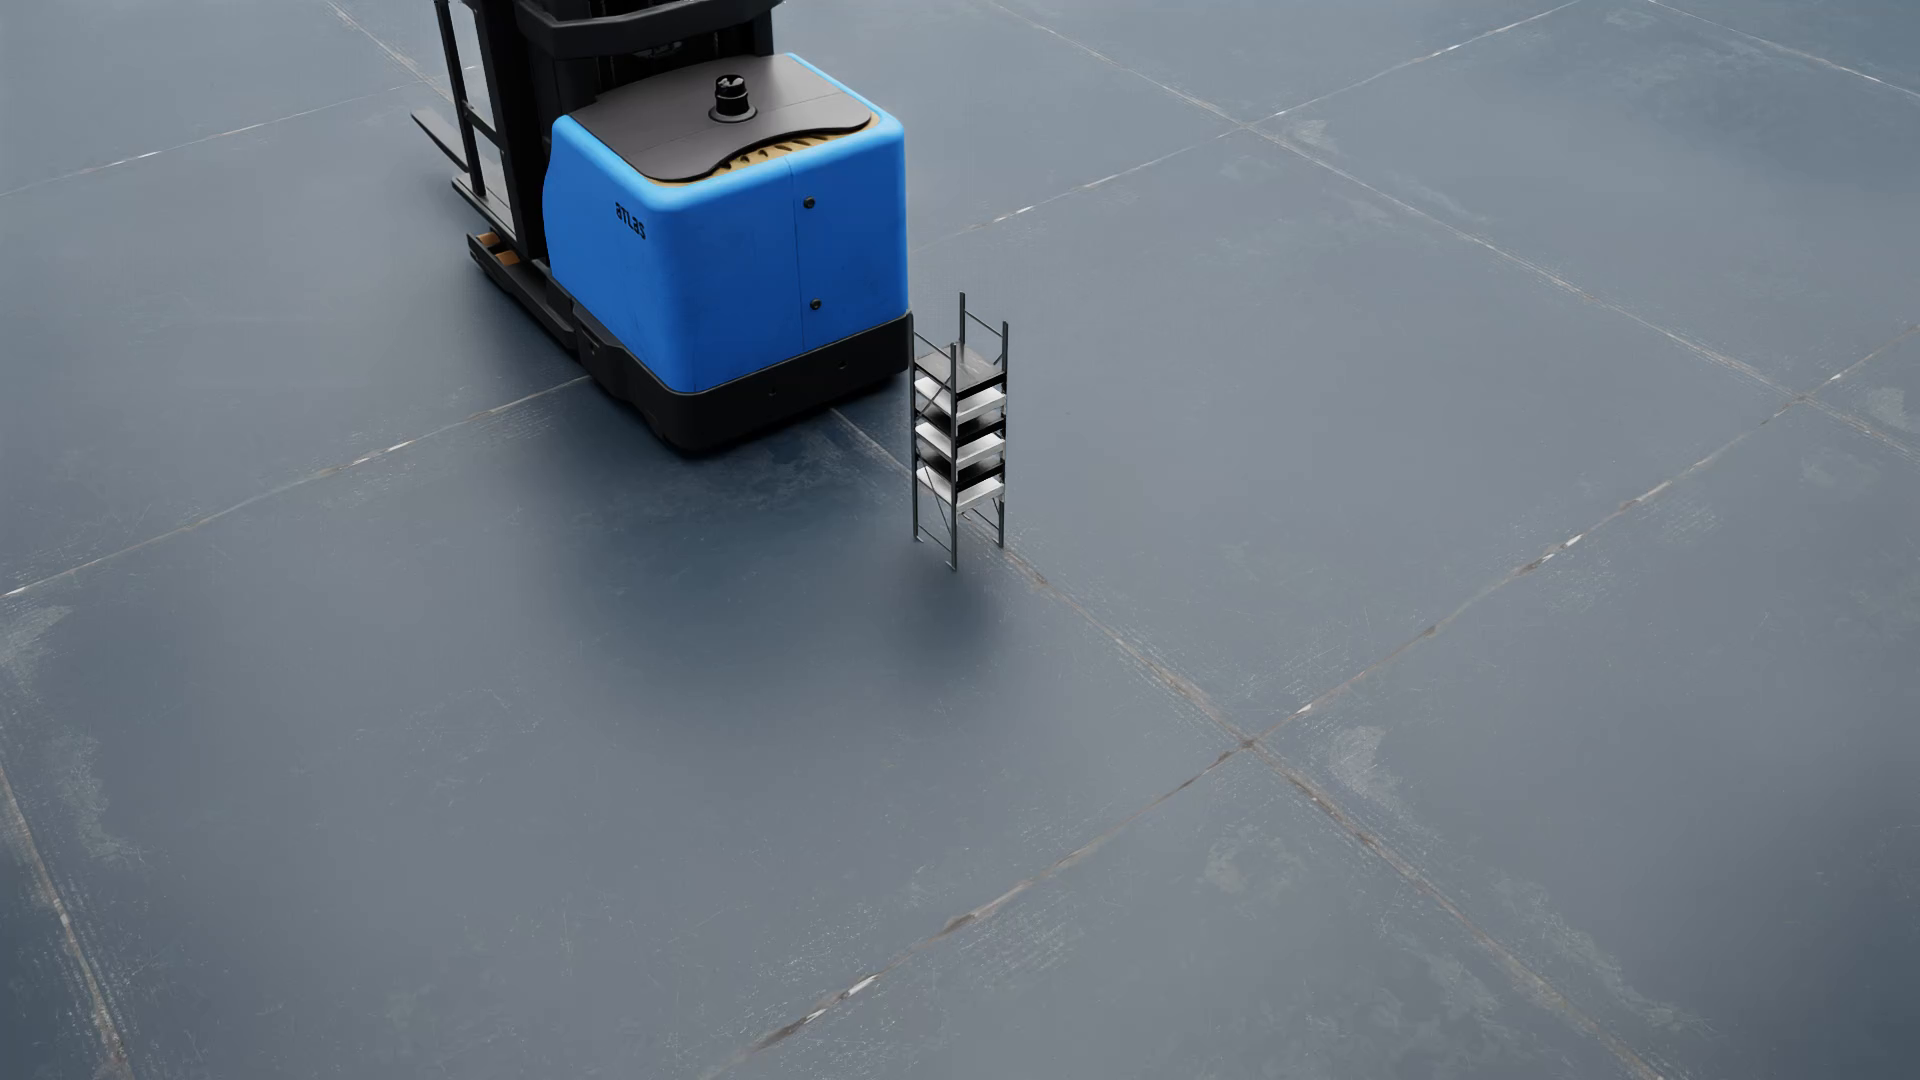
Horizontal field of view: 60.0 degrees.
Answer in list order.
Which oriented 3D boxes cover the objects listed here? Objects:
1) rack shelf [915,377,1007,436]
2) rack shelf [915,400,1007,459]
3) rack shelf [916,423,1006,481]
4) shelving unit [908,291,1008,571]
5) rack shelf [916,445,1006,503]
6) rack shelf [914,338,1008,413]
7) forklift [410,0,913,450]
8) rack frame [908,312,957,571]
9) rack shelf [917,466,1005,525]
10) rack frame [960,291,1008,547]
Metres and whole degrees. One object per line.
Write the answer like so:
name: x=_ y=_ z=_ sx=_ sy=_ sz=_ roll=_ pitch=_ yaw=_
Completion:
rack shelf: x=-0.006 y=-0.458 z=5.368 sx=0.200 sy=0.077 sz=0.258 roll=-26 pitch=46 yaw=-28
rack shelf: x=-0.006 y=-0.389 z=5.425 sx=0.200 sy=0.077 sz=0.258 roll=-26 pitch=46 yaw=-28
rack shelf: x=-0.006 y=-0.319 z=5.482 sx=0.200 sy=0.077 sz=0.258 roll=-26 pitch=46 yaw=-28
shelving unit: x=-0.006 y=-0.345 z=5.461 sx=0.210 sy=0.900 sz=0.258 roll=-26 pitch=46 yaw=-28
rack shelf: x=-0.006 y=-0.249 z=5.539 sx=0.200 sy=0.077 sz=0.258 roll=-26 pitch=46 yaw=-28
rack shelf: x=-0.006 y=-0.528 z=5.311 sx=0.200 sy=0.077 sz=0.258 roll=-26 pitch=46 yaw=-28
forklift: x=-1.450 y=-2.351 z=6.304 sx=1.130 sy=2.935 sz=3.031 roll=-25 pitch=45 yaw=-27
rack frame: x=-0.087 y=-0.305 z=5.413 sx=0.006 sy=0.900 sz=0.240 roll=-26 pitch=46 yaw=-28
rack shelf: x=-0.006 y=-0.180 z=5.596 sx=0.200 sy=0.077 sz=0.258 roll=-26 pitch=46 yaw=-28
rack frame: x=0.074 y=-0.384 z=5.509 sx=0.006 sy=0.900 sz=0.240 roll=-26 pitch=46 yaw=-28
